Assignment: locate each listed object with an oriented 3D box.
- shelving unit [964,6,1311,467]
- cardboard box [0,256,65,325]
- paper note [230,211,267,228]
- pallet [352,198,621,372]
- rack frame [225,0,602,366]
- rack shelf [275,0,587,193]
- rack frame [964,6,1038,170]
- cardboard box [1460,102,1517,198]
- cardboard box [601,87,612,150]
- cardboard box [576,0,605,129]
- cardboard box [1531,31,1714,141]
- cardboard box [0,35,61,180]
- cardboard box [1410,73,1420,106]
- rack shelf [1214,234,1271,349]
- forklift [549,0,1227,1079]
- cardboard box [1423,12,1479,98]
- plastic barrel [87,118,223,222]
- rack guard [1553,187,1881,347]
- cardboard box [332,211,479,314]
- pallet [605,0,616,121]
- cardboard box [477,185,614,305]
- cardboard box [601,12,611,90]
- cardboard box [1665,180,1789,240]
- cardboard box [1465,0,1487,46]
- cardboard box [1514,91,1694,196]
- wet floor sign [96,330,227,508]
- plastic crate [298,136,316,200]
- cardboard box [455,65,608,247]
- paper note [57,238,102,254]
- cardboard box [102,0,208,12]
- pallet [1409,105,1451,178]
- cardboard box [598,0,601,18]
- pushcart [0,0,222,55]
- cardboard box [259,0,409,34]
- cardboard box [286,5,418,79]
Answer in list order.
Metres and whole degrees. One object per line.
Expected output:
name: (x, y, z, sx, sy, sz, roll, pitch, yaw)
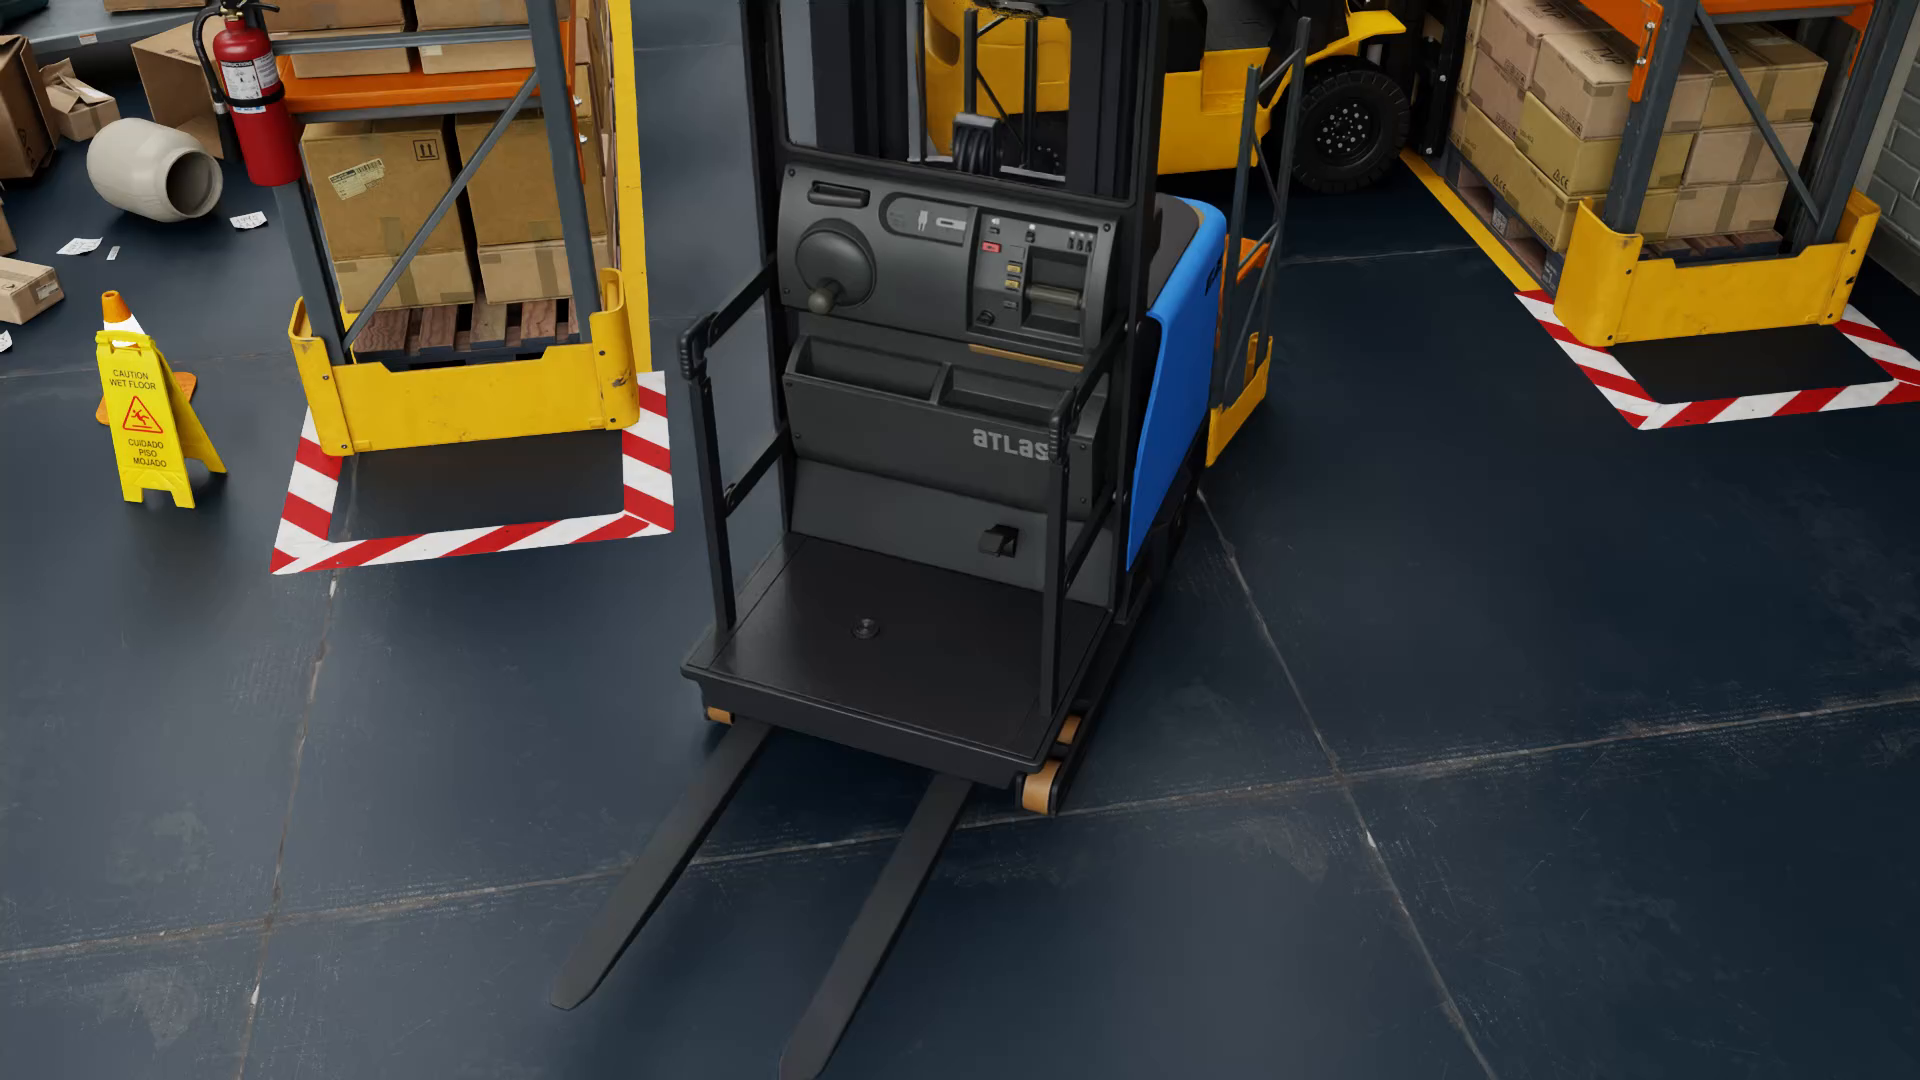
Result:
shelving unit: (0.586, -1.174, 6.039, 1.083, 1.500, 0.587, 19, 42, 23)
cardboard box: (-4.024, -1.057, 6.989, 0.380, 0.149, 0.250, 13, 40, 16)
paper note: (-3.258, -1.468, 7.615, 0.142, 0.019, 0.148, -20, 42, -23)
pallet: (-1.927, -1.048, 6.927, 1.003, 0.211, 1.213, -6, 38, -8)
rack frame: (-1.806, -1.609, 5.376, 1.000, 3.000, 0.127, -6, 38, -8)
rack shelf: (-2.157, -2.533, 7.151, 1.077, 0.370, 4.000, -6, 38, -8)
rack frame: (0.150, -1.324, 6.231, 0.032, 1.500, 0.500, 19, 42, 23)
cardboard box: (2.609, -1.776, 7.490, 0.500, 0.250, 0.500, -6, 38, -8)
cardboard box: (-1.865, -1.843, 7.576, 0.500, 0.250, 0.500, -4, 38, -5)
cardboard box: (-1.856, -2.135, 7.341, 0.500, 0.500, 0.500, -6, 38, -7)
cardboard box: (2.692, -1.864, 6.789, 0.500, 0.250, 0.500, -5, 38, -6)
cardboard box: (-4.779, -2.029, 7.841, 0.797, 0.637, 0.503, -6, 38, -8)
cardboard box: (2.417, -2.391, 8.281, 0.500, 0.250, 0.500, -5, 38, -7)
rack shelf: (0.594, -1.029, 6.145, 1.000, 0.185, 0.538, 19, 42, 23)
forklift: (-0.124, -0.669, 4.222, 1.130, 2.935, 3.031, 13, 40, 17)
cardboard box: (2.499, -2.296, 7.752, 0.500, 0.250, 0.500, -7, 38, -9)
plastic barrel: (-3.659, -1.676, 7.562, 0.512, 0.421, 0.421, 19, 42, 23)
rack guard: (3.084, -1.143, 6.814, 1.175, 0.500, 0.348, -6, 38, -8)
cardboard box: (-2.217, -1.163, 6.700, 0.500, 0.250, 0.500, -6, 38, -8)
pallet: (-2.355, -2.522, 8.824, 1.003, 0.211, 1.213, -6, 38, -8)
cardboard box: (-1.675, -1.206, 6.756, 0.500, 0.250, 0.500, -7, 38, -8)
cardboard box: (-2.036, -2.456, 8.365, 0.500, 0.250, 0.500, -7, 38, -9)
cardboard box: (3.187, -1.543, 7.190, 0.500, 0.250, 0.500, -6, 38, -8)
cardboard box: (2.499, -2.476, 7.576, 0.500, 0.250, 0.500, -6, 38, -7)
cardboard box: (2.687, -1.683, 6.962, 0.500, 0.250, 0.500, -7, 38, -9)
wet floor sign: (-2.826, -0.449, 5.802, 0.267, 0.644, 0.232, 6, 38, 8)
plastic crate: (-3.039, -1.835, 8.047, 0.402, 0.080, 0.583, -20, 42, -23)
cardboard box: (-1.680, -1.516, 6.544, 0.500, 0.500, 0.500, -7, 38, -9)
paper note: (-3.933, -1.318, 7.431, 0.148, 0.019, 0.142, 6, 38, 8)
cardboard box: (-4.254, -3.127, 8.750, 0.500, 0.500, 0.500, -6, 38, -8)
pallet: (2.694, -2.237, 8.457, 1.003, 0.211, 1.213, -6, 38, -8)
cardboard box: (-2.048, -2.765, 8.152, 0.500, 0.500, 0.500, -6, 38, -7)
pushcart: (-4.743, -2.714, 8.936, 1.648, 0.377, 0.936, -20, 42, -23)
cardboard box: (-2.172, -2.064, 5.638, 0.500, 0.500, 0.500, -7, 38, -9)
cardboard box: (-2.082, -1.712, 5.714, 0.380, 0.149, 0.250, -5, 38, -6)
